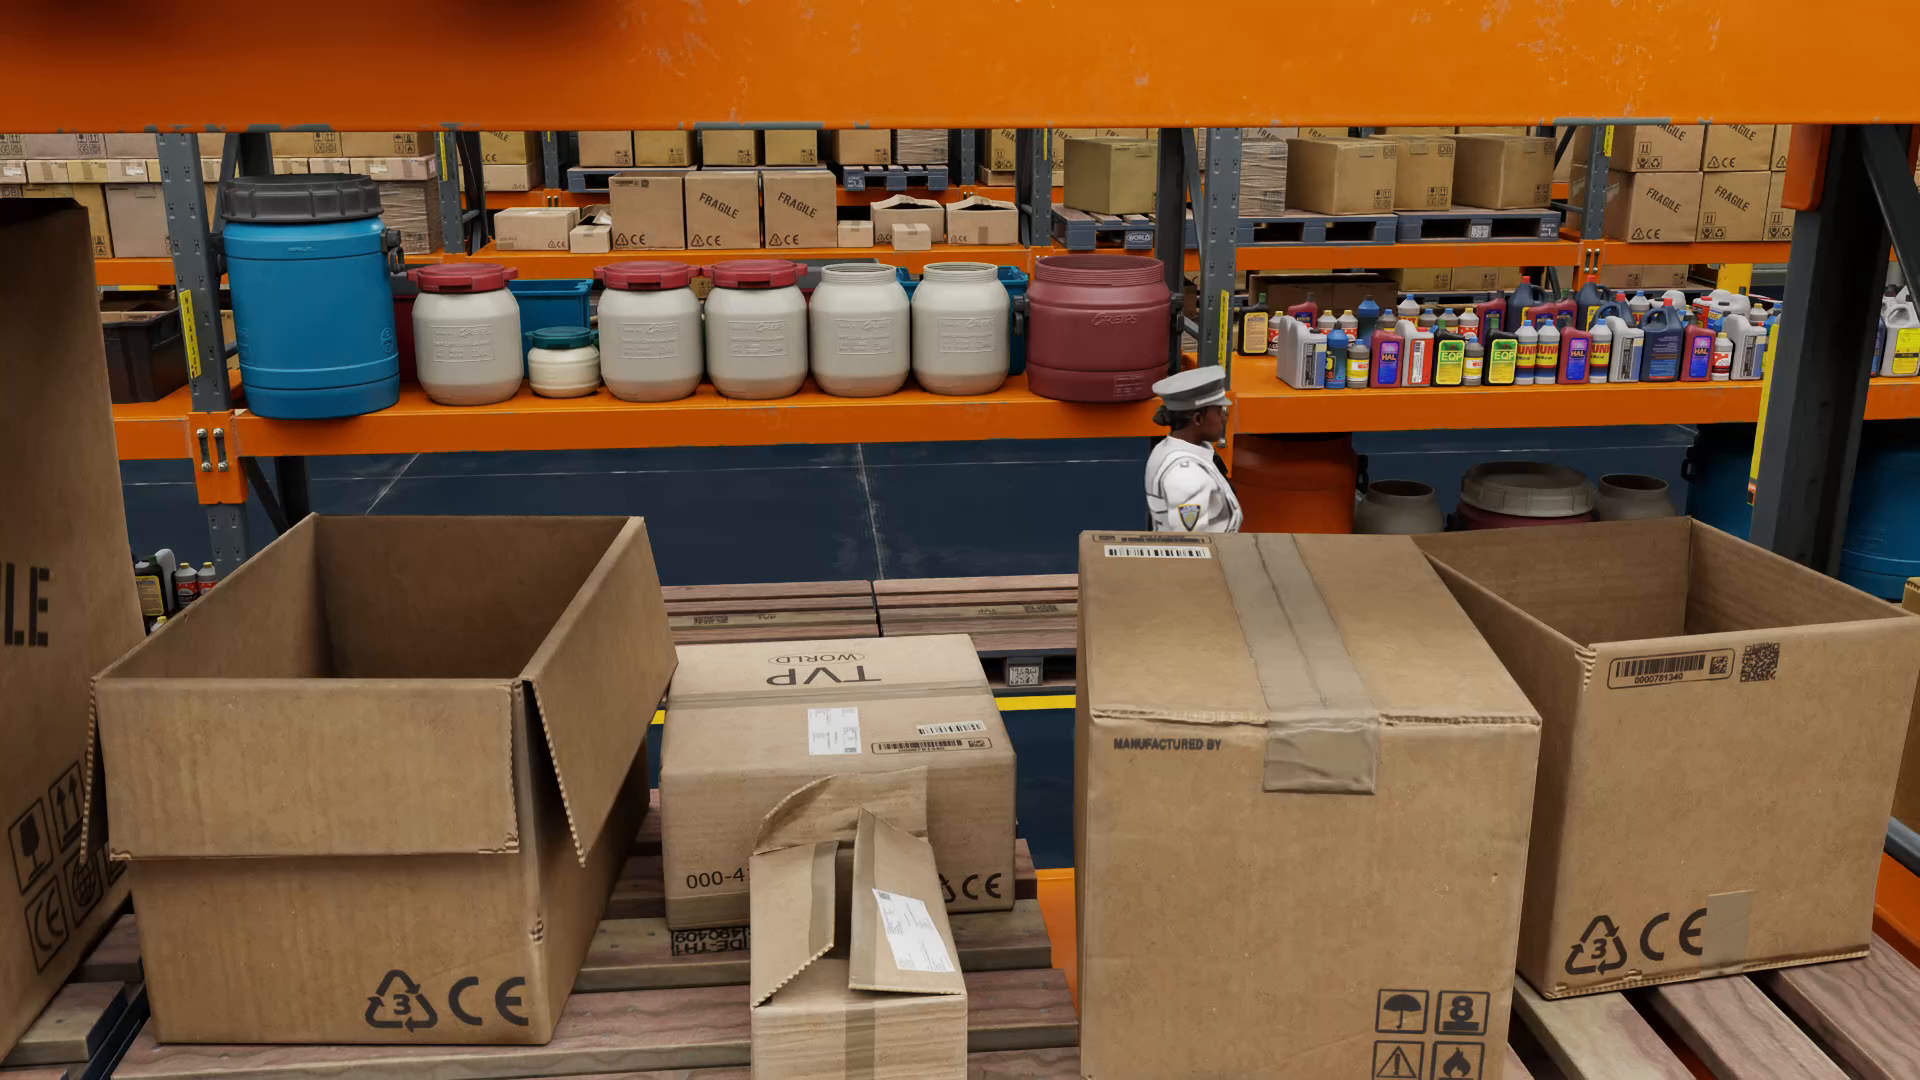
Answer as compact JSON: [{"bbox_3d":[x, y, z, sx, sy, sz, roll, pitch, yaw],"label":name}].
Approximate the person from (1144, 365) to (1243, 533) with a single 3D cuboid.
[{"bbox_3d":[0.822,0.253,5.725,0.398,1.722,0.480,1,17,4],"label":"person"}]
